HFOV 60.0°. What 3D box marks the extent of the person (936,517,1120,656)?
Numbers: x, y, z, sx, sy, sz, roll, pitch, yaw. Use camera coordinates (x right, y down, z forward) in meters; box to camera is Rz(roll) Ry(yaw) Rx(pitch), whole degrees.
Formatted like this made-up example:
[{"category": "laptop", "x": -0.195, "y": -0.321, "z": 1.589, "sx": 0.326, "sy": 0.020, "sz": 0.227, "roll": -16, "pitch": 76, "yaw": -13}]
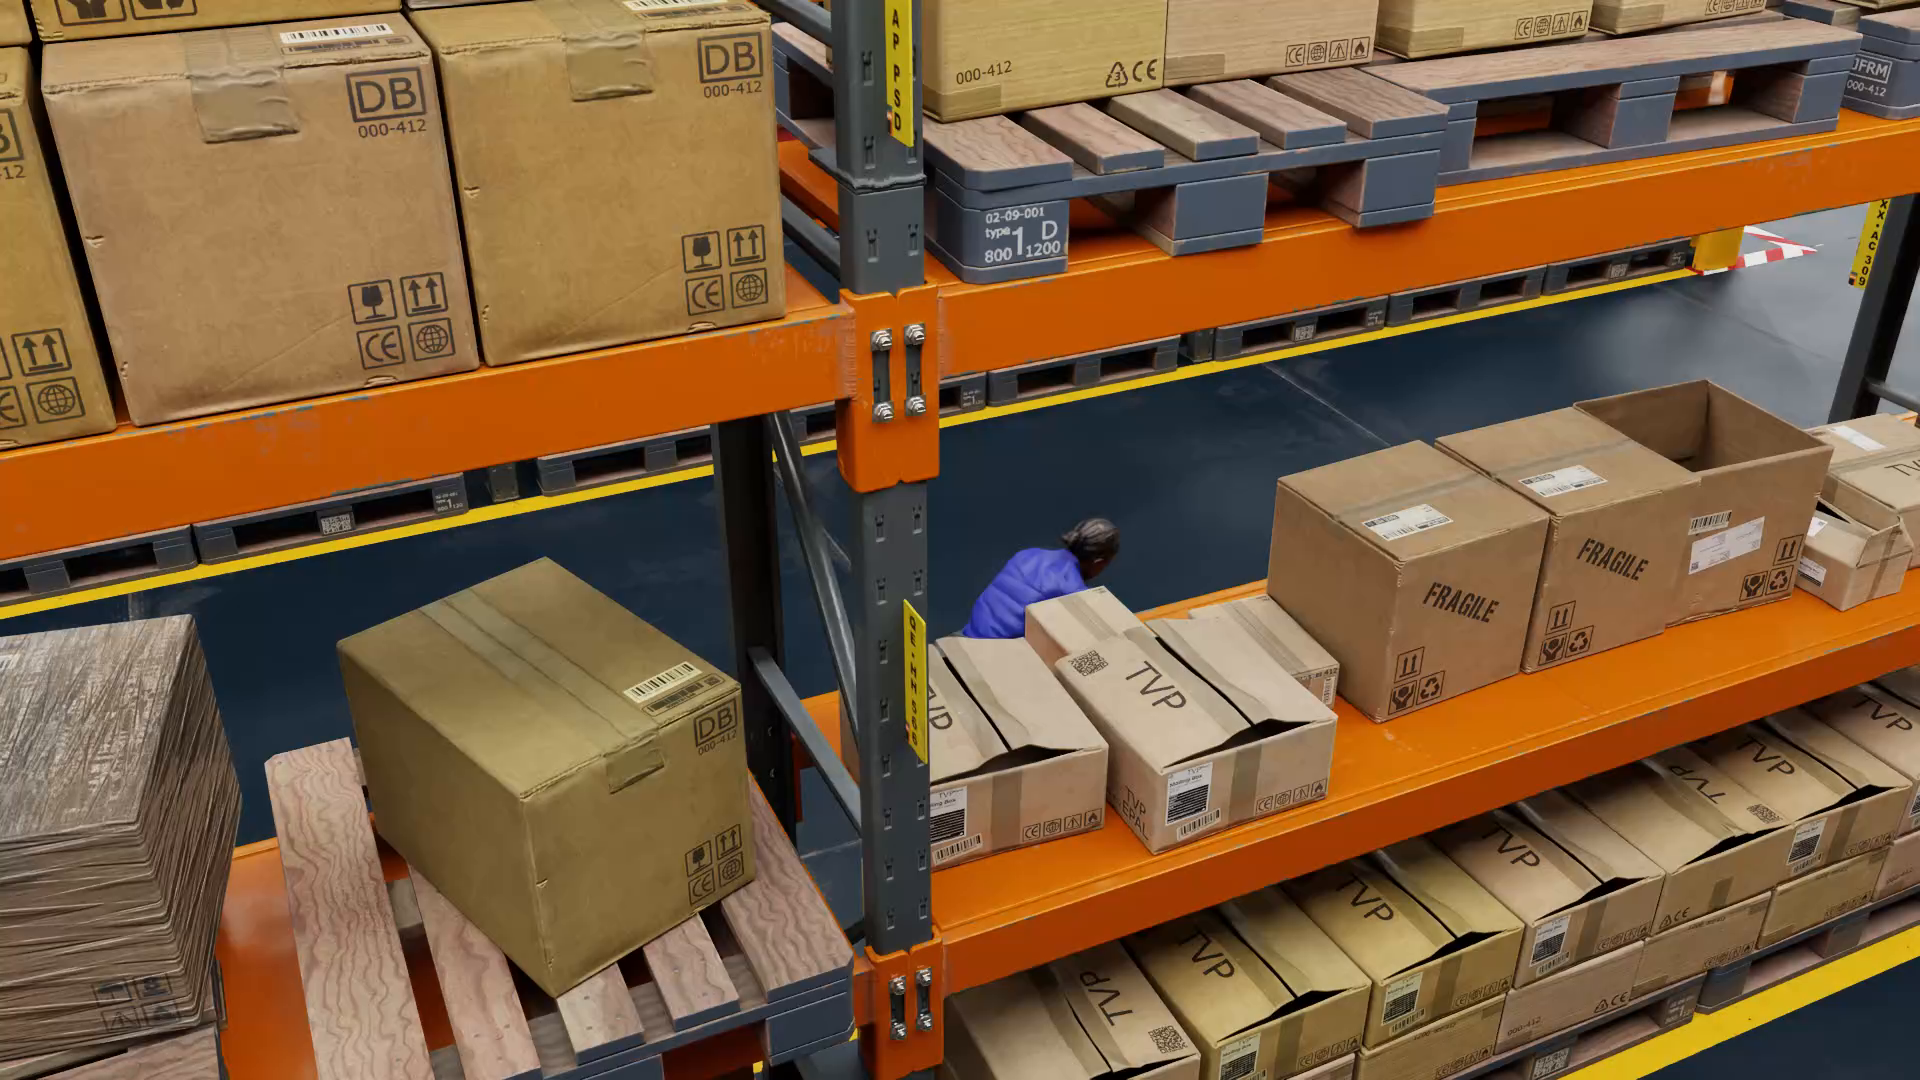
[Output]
[{"category": "person", "x": 0.273, "y": 0.420, "z": 6.111, "sx": 0.808, "sy": 0.958, "sz": 0.475, "roll": -13, "pitch": 32, "yaw": -22}]
